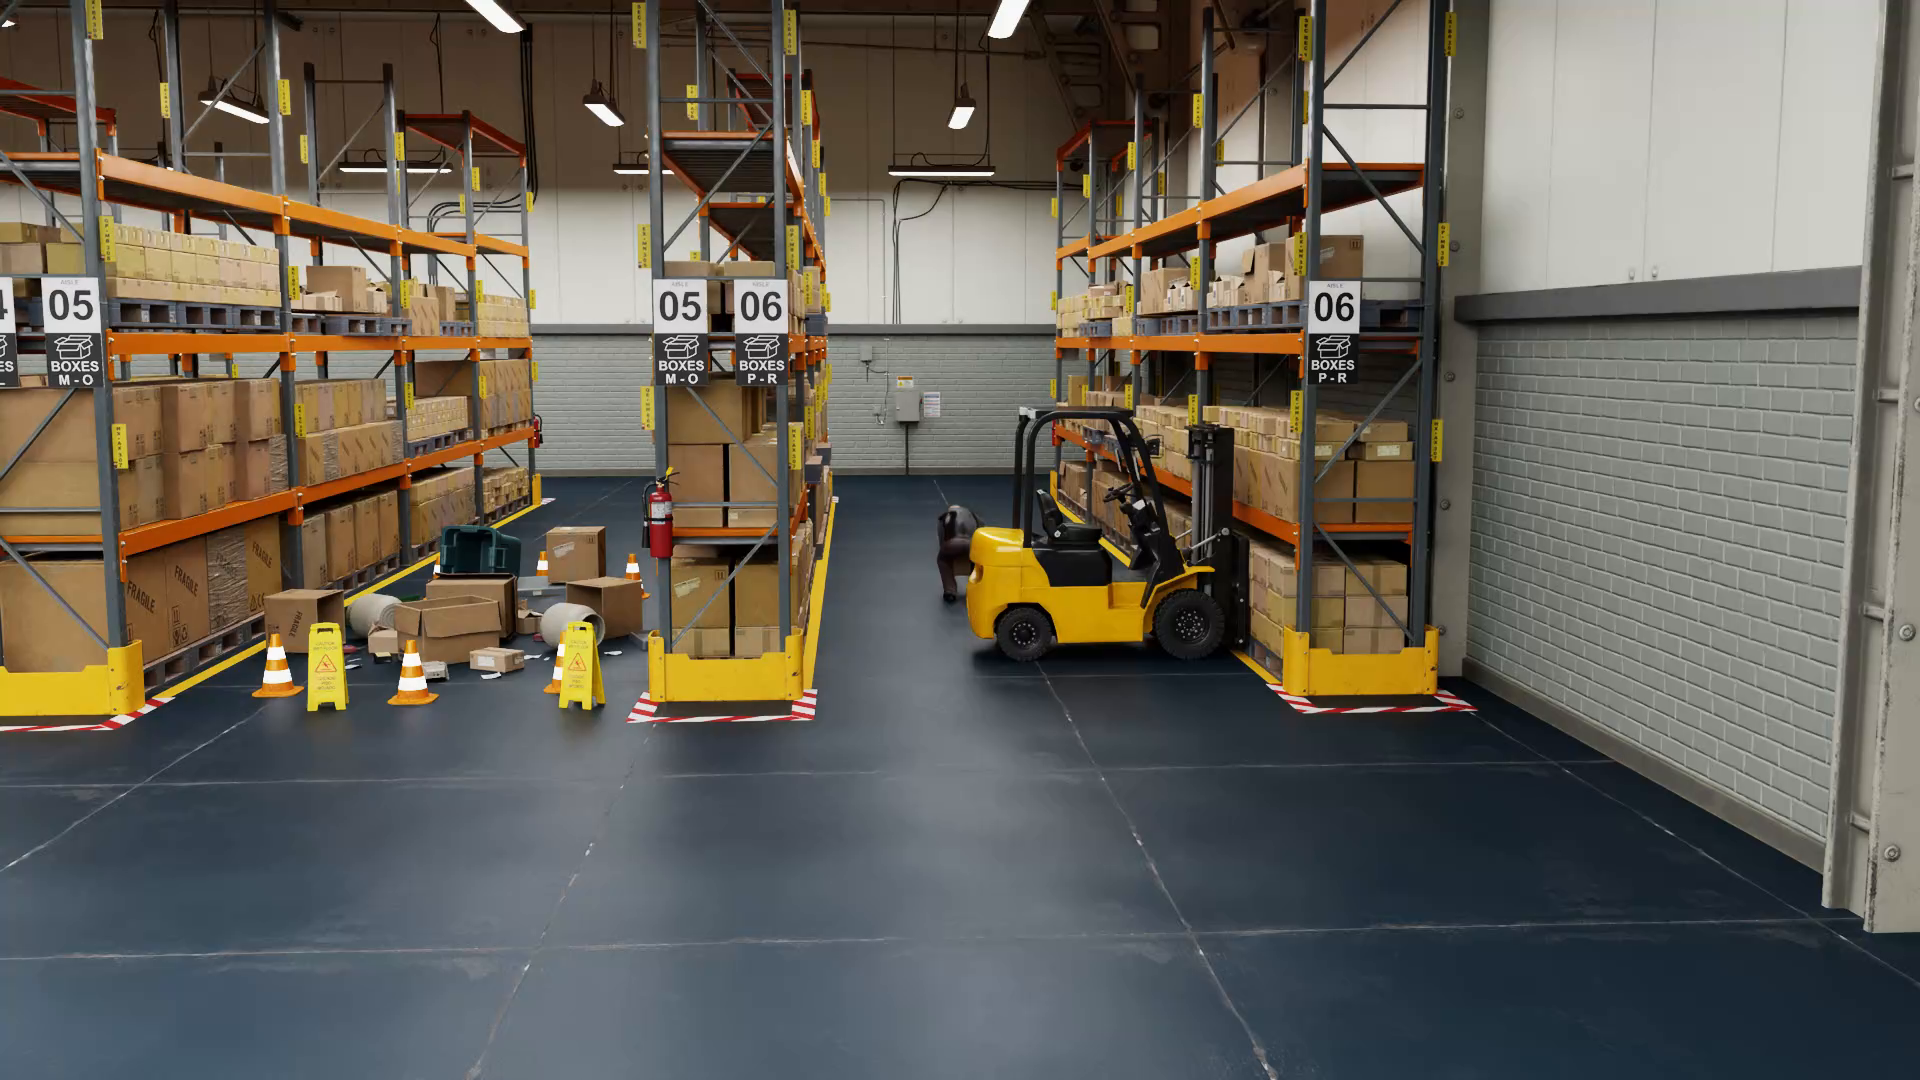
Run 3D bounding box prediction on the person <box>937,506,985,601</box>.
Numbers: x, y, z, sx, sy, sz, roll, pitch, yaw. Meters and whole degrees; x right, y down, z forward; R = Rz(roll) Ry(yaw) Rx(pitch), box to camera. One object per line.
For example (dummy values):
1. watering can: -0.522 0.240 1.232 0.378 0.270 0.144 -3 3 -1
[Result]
1. person: 0.009 0.135 17.903 0.520 0.969 0.938 -1 7 -6
